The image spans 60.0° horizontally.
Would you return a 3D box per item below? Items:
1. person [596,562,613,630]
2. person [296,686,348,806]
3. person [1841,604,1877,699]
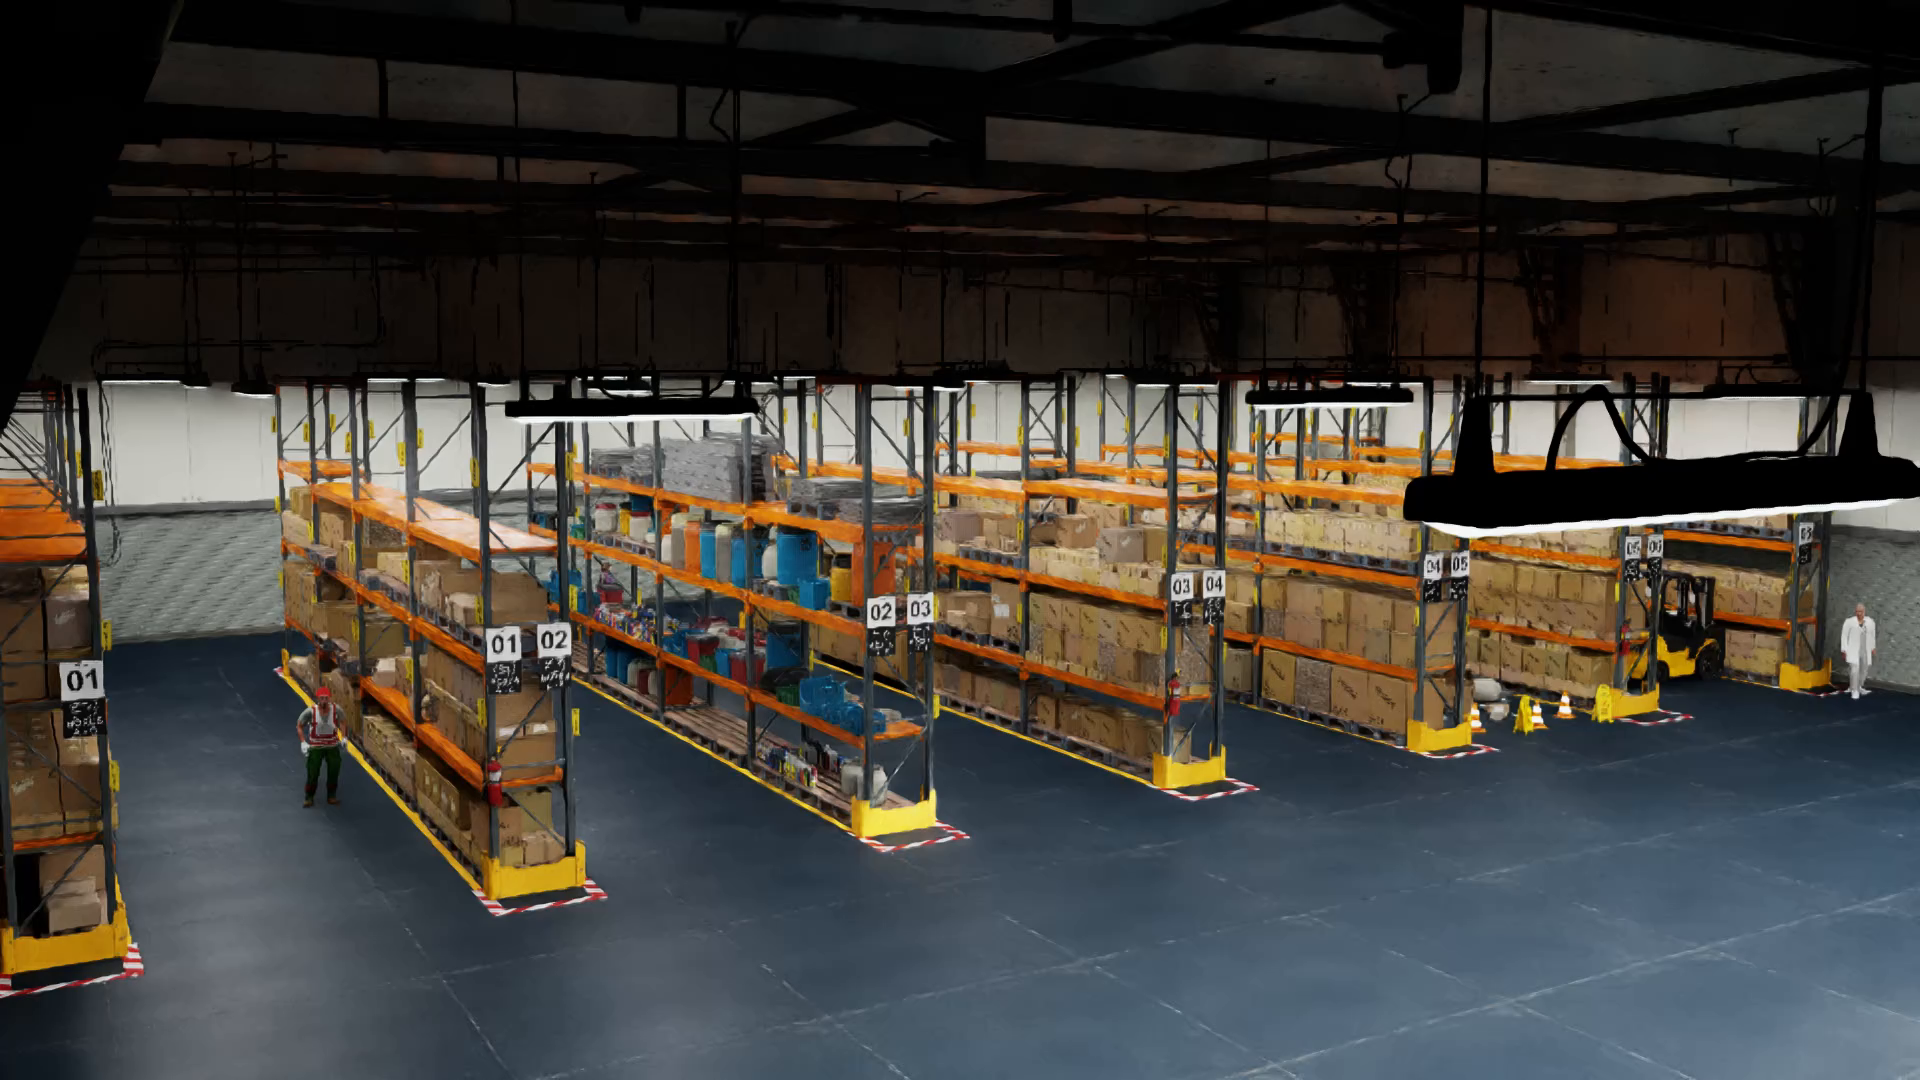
[{"bbox_3d":[-8.259,1.283,38.842,0.531,1.586,0.636,1,6,7],"label":"person"},{"bbox_3d":[-8.999,2.906,23.506,0.677,1.741,0.552,-4,7,-31],"label":"person"},{"bbox_3d":[16.790,2.057,31.100,0.617,1.765,0.628,1,6,5],"label":"person"}]
